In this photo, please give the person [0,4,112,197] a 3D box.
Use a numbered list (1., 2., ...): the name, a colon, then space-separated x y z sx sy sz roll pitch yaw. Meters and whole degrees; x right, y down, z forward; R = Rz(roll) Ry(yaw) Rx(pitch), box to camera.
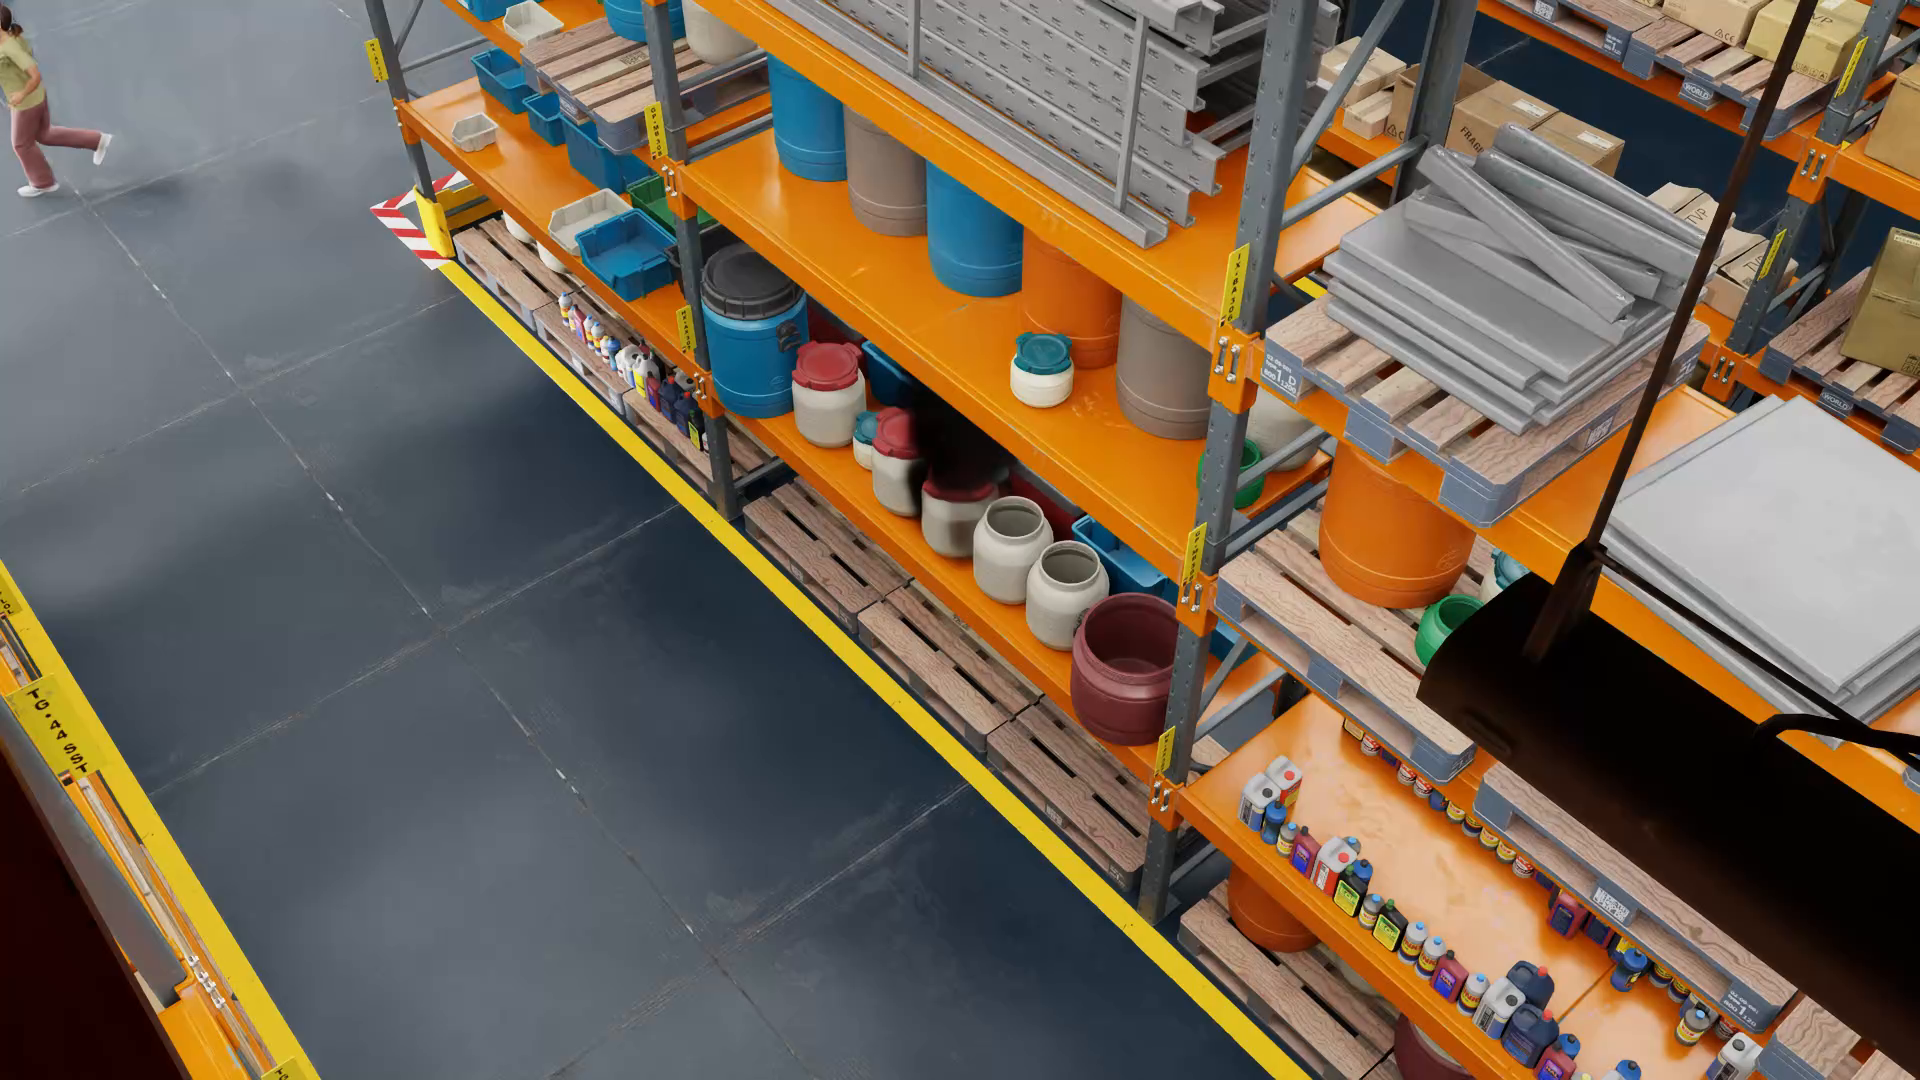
1. person: -7.320 -3.477 13.148 0.841 1.647 0.578 -14 48 -13
